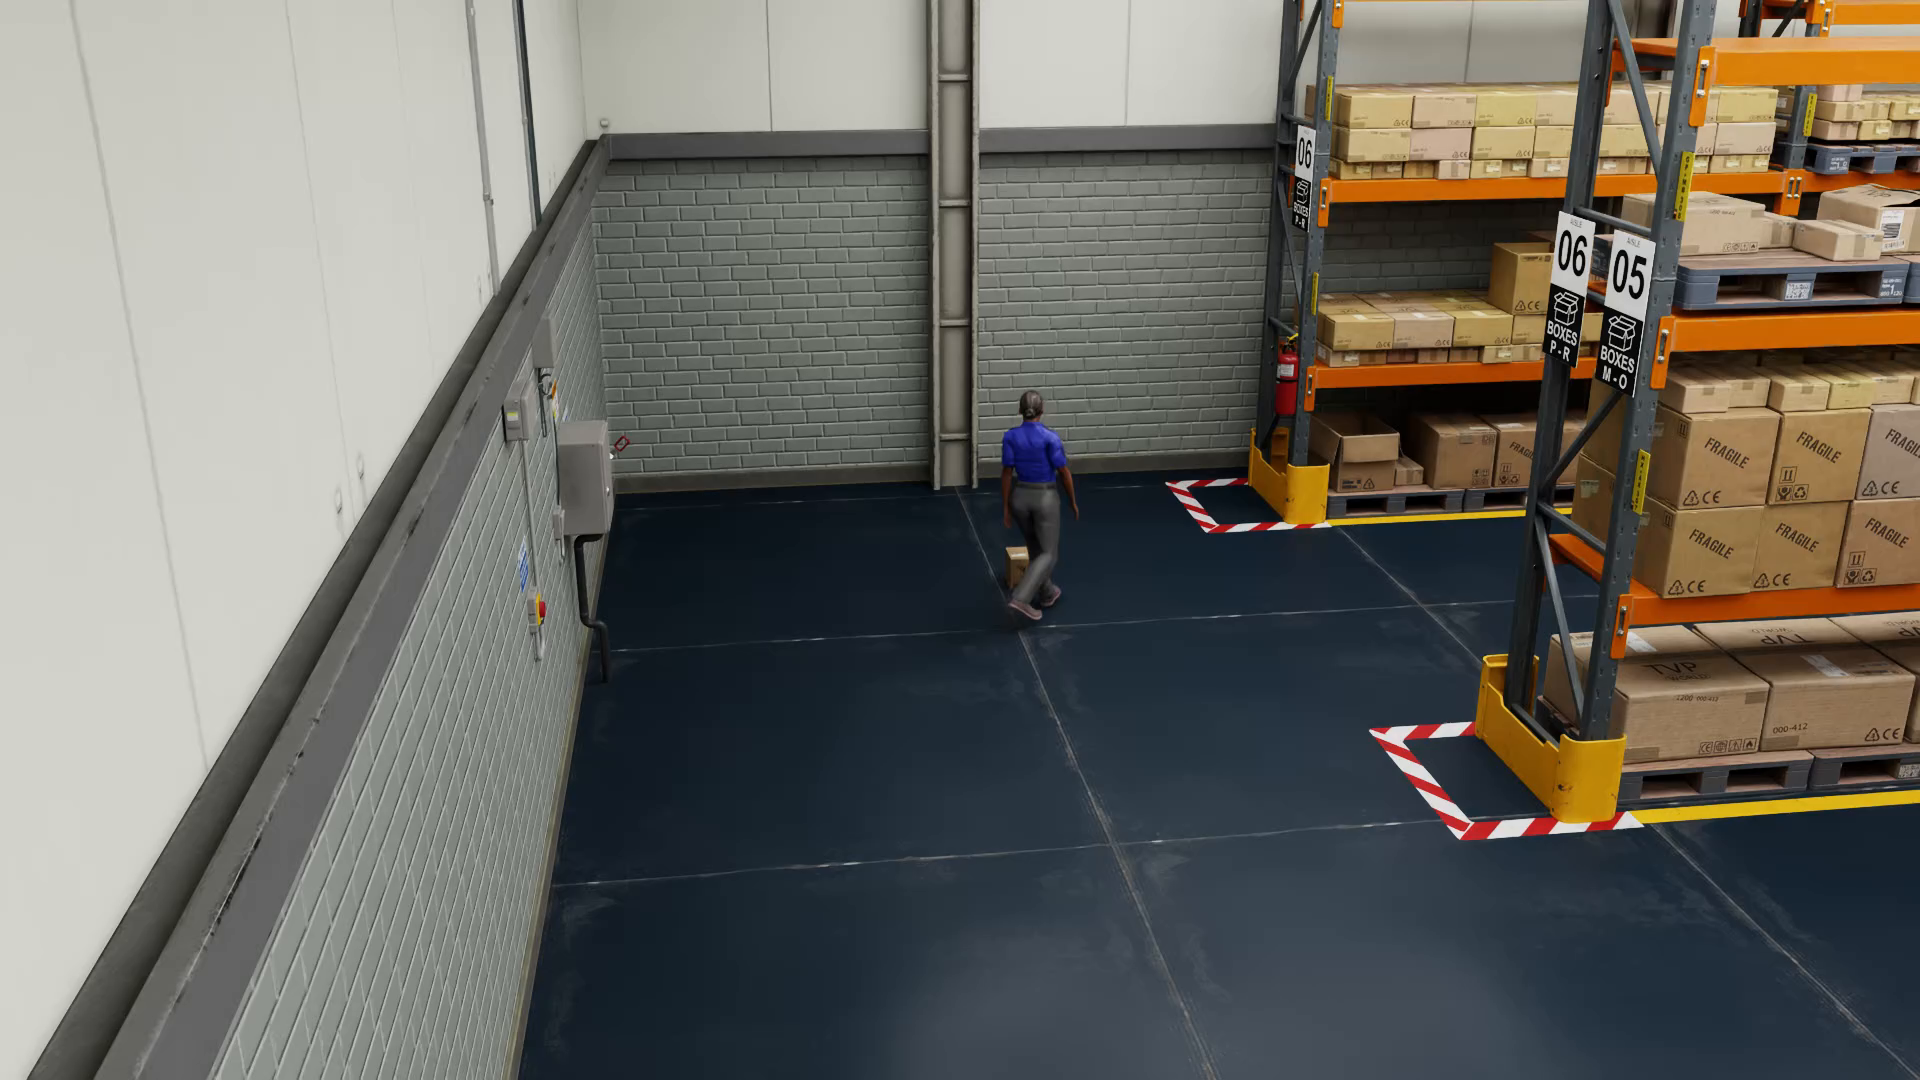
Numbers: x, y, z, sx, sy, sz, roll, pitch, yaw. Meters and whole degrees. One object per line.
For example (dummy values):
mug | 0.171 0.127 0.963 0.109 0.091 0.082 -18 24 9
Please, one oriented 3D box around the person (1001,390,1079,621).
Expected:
person | 0.537 -0.241 11.728 0.532 1.632 0.846 9 22 24
